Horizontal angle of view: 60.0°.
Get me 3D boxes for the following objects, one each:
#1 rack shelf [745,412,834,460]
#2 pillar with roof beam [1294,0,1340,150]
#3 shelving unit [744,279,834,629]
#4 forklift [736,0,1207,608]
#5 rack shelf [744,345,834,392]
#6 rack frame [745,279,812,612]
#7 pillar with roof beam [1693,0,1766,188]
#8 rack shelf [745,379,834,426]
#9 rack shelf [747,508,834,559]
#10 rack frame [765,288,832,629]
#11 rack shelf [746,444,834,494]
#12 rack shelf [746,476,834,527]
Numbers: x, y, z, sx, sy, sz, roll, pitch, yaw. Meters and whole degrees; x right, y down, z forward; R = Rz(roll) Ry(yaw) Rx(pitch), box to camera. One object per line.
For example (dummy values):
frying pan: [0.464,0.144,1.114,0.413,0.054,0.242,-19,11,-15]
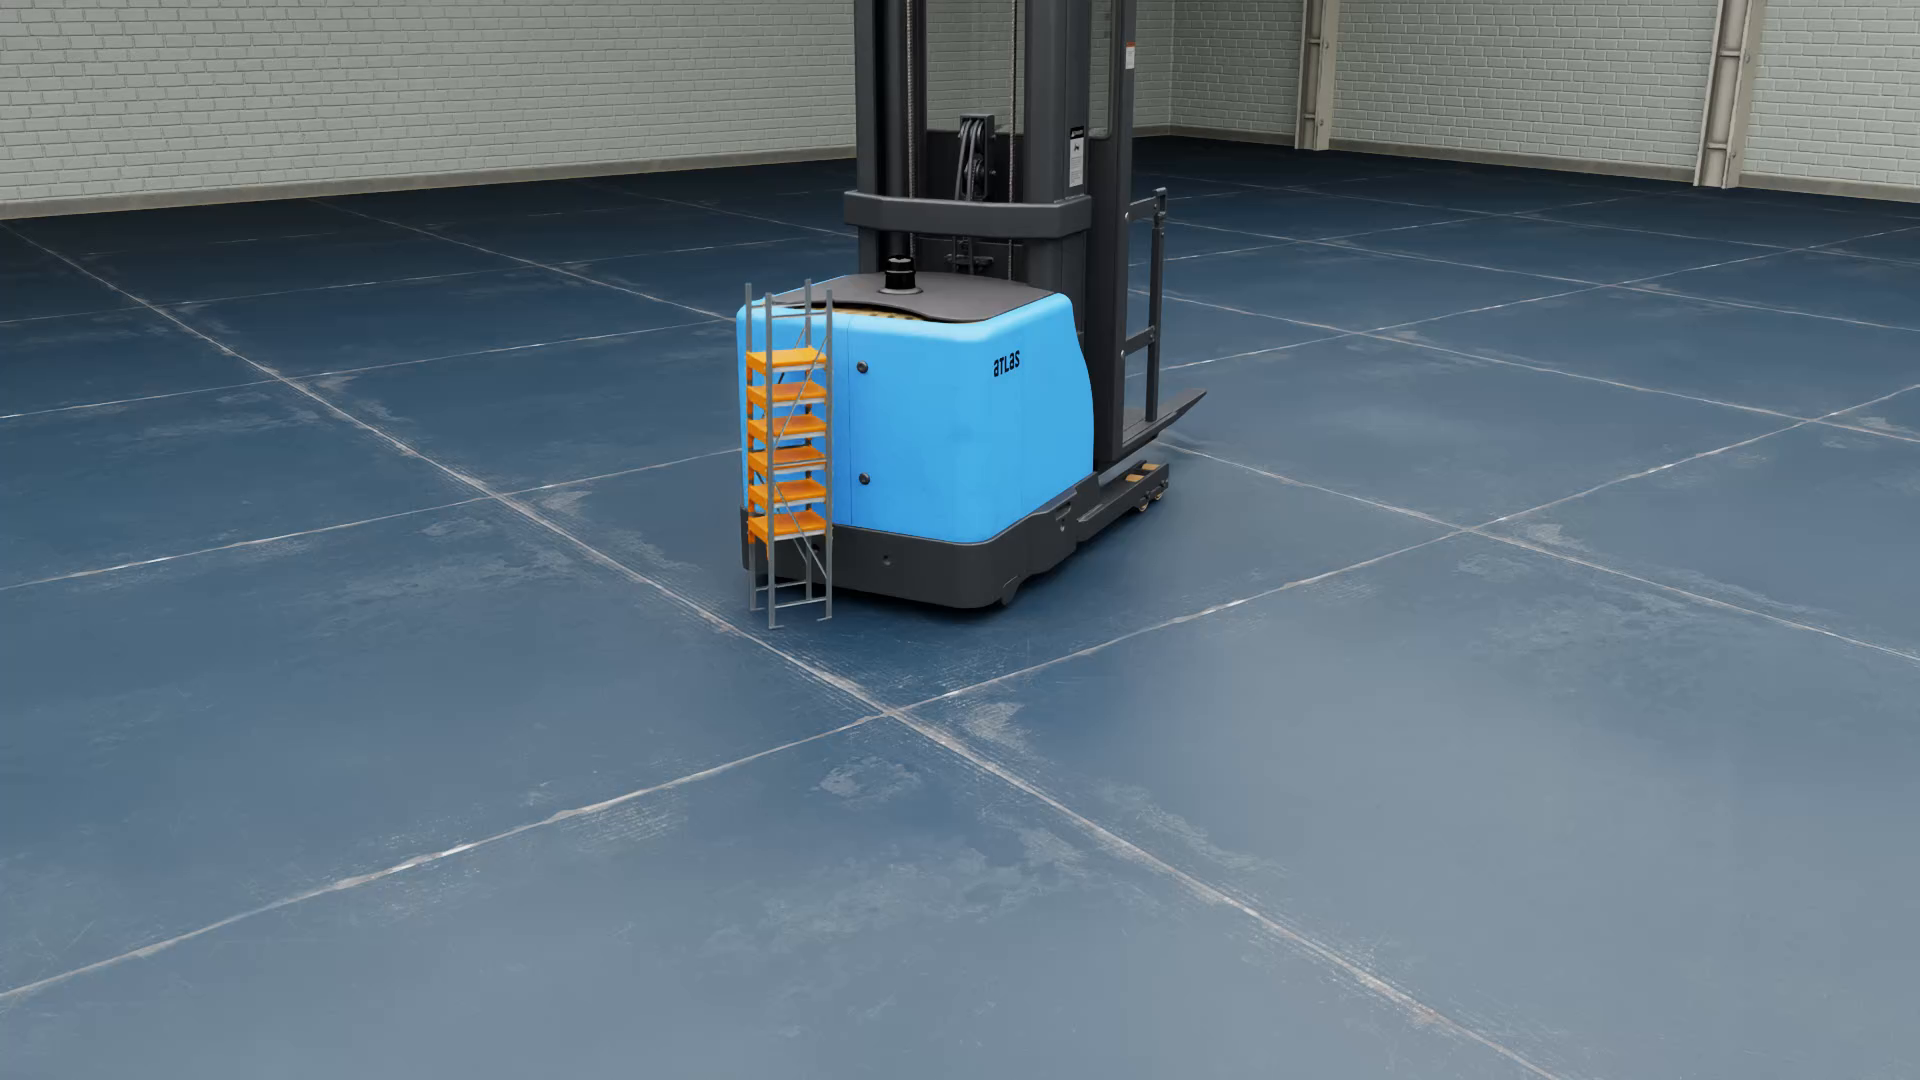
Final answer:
rack shelf: [-0.594,-0.365,5.800,0.258,0.103,0.180,-9,22,-27]
pillar with roof beam: [1.640,-9.003,19.737,9.100,9.000,0.400,-14,23,-36]
shelving unit: [-0.596,-0.293,5.825,0.258,1.200,0.189,-9,22,-27]
forklift: [0.279,-1.567,6.933,1.130,2.935,3.031,9,20,25]
rack shelf: [-0.588,-0.591,5.720,0.258,0.103,0.180,-9,22,-27]
rack frame: [-0.640,-0.321,5.901,0.240,1.200,0.006,-9,22,-27]
pillar with roof beam: [5.365,-7.525,15.272,9.100,9.000,0.400,-14,23,-36]
rack shelf: [-0.591,-0.478,5.760,0.258,0.103,0.180,-9,22,-27]
rack shelf: [-0.604,-0.025,5.919,0.258,0.103,0.180,-9,22,-27]
rack frame: [-0.553,-0.266,5.749,0.240,1.200,0.006,-9,22,-27]
rack shelf: [-0.598,-0.252,5.840,0.258,0.103,0.180,-9,22,-27]
rack shelf: [-0.601,-0.138,5.879,0.258,0.103,0.180,-9,22,-27]
